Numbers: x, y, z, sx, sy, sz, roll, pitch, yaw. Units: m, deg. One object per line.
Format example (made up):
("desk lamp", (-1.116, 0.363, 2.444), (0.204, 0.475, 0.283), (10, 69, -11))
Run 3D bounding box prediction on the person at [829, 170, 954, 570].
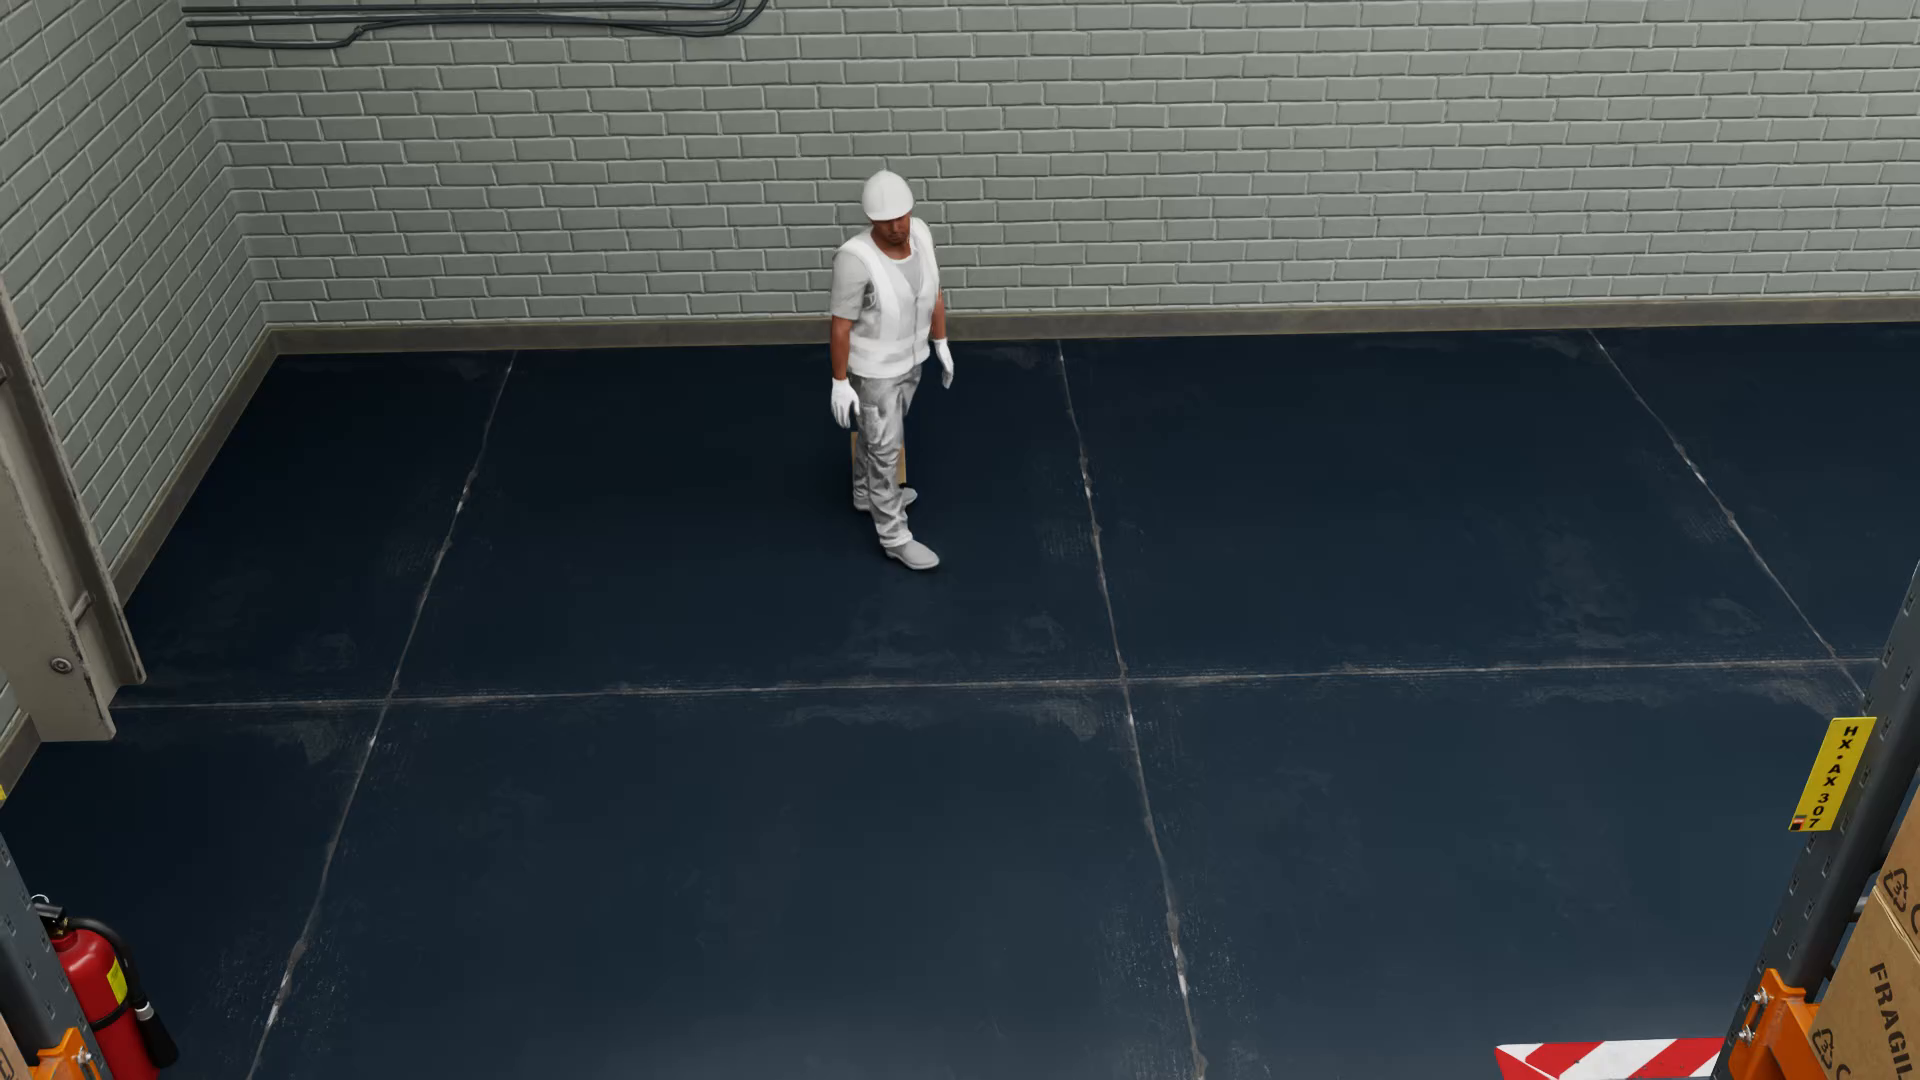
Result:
("person", (-0.295, -0.740, 7.154), (0.653, 1.780, 0.638), (21, 40, 27))
